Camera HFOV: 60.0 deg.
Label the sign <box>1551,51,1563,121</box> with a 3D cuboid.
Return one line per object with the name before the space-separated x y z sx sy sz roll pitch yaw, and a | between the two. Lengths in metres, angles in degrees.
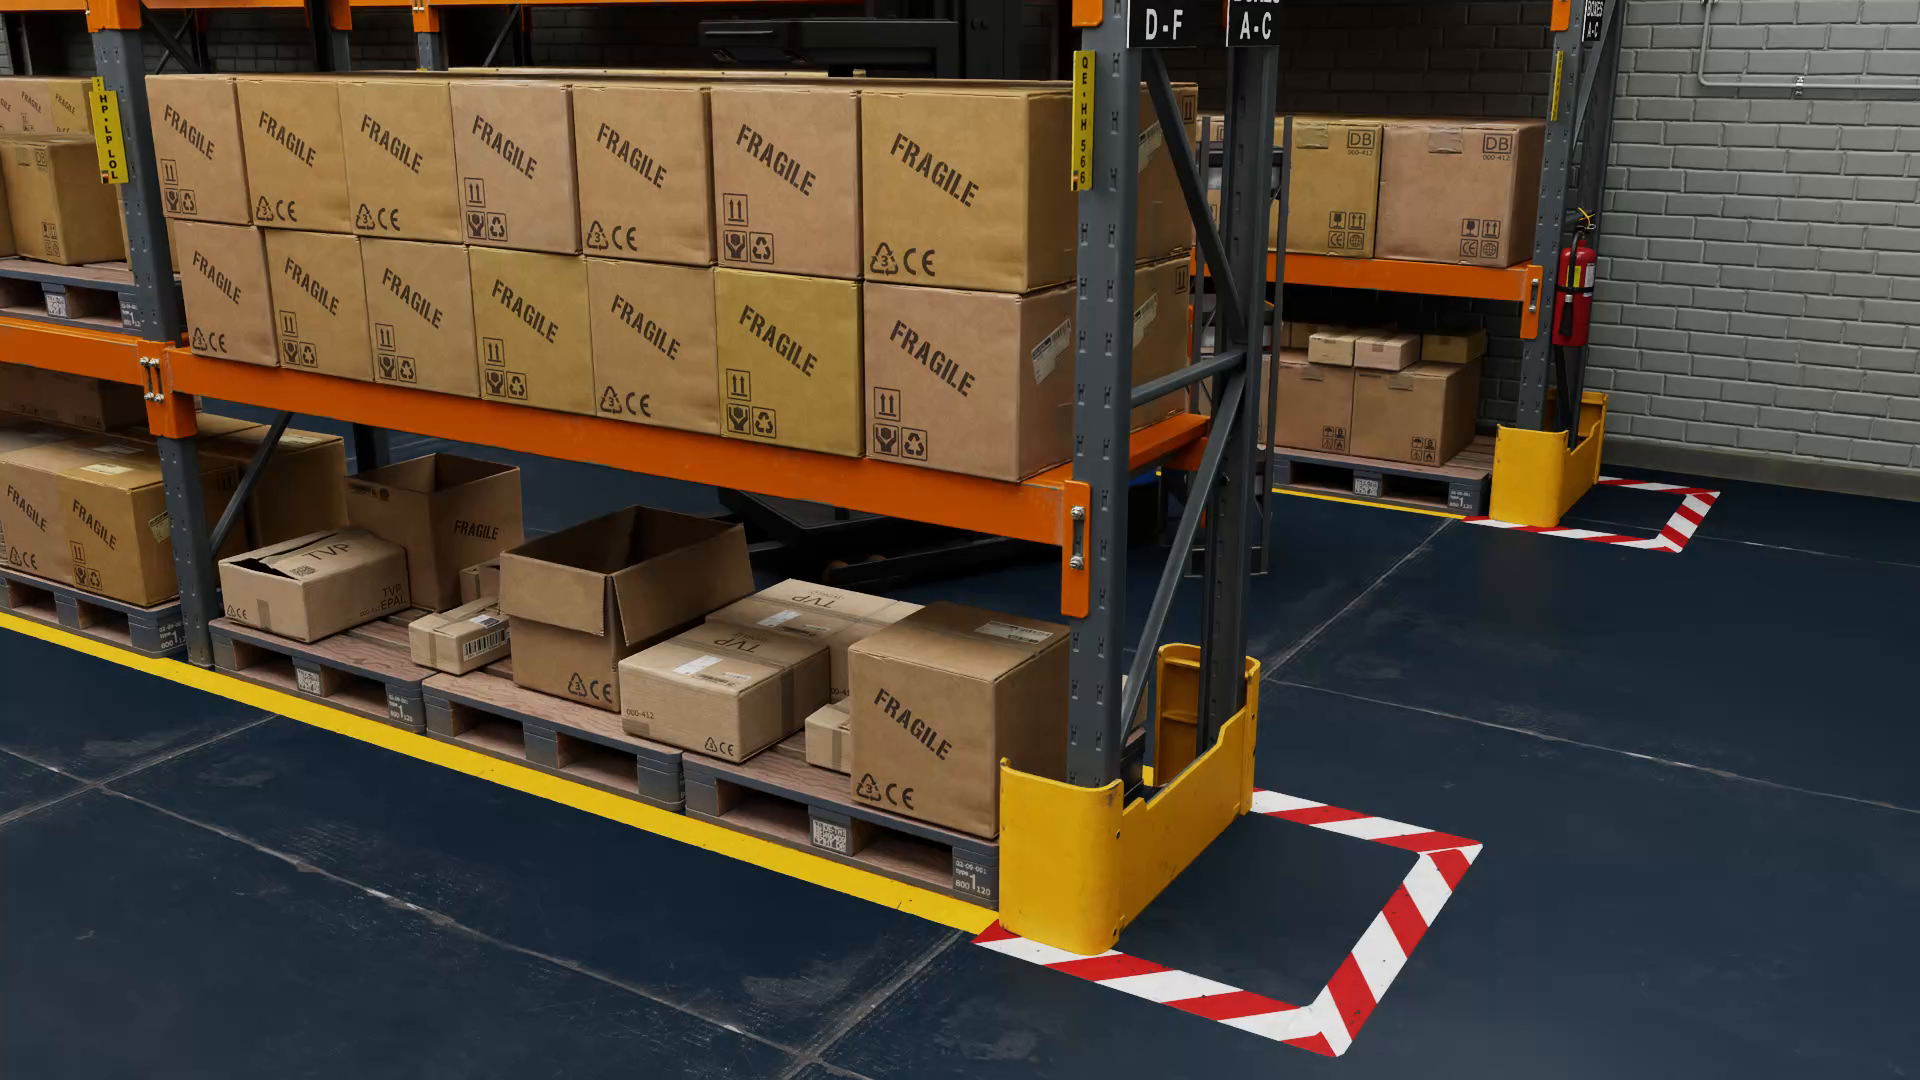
sign | 2.897 -2.200 8.064 0.005 0.325 0.100 10 20 30

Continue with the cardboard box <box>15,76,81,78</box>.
cardboard box | -8.632 -4.143 15.794 0.500 0.500 0.500 10 20 31

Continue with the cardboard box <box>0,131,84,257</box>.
cardboard box | -4.342 -1.548 7.423 0.500 0.500 0.700 5 18 16

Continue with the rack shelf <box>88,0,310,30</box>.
rack shelf | -4.509 -2.441 7.335 4.000 0.370 1.077 10 20 30

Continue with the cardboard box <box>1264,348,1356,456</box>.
cardboard box | 2.118 -0.828 9.524 0.500 0.500 0.700 10 20 30

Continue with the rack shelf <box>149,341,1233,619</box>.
rack shelf | -1.100 -0.398 5.768 4.000 0.370 1.077 10 20 30

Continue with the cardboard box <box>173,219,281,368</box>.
cardboard box | -2.513 -0.949 6.173 0.500 0.500 0.500 11 20 31

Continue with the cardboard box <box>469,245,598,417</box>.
cardboard box | -1.216 -0.718 5.413 0.500 0.500 0.500 10 19 29

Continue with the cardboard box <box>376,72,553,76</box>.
cardboard box | -1.800 -1.482 6.208 0.500 0.500 0.500 10 19 29

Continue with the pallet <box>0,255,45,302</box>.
pallet | -4.554 -1.268 7.725 1.213 0.211 1.003 10 20 30

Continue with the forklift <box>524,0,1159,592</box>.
forklift | -0.542 -1.313 7.660 3.031 2.935 1.130 -9 19 -28

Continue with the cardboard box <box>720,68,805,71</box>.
cardboard box | -1.350 -3.120 11.482 0.500 0.250 0.500 9 19 28

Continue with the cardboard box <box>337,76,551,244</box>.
cardboard box | -1.673 -1.274 5.523 0.500 0.500 0.500 9 19 28

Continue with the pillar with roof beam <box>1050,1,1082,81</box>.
pillar with roof beam | -1.419 -4.186 6.678 0.400 9.000 9.100 10 20 30

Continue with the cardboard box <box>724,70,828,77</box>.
cardboard box | -1.178 -2.920 10.825 0.500 0.250 0.500 11 20 31

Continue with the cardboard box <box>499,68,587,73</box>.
cardboard box | -2.913 -3.226 11.833 0.500 0.250 0.500 10 19 29

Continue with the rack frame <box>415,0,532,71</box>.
rack frame | -3.624 -2.882 12.708 0.127 3.000 1.000 10 20 30

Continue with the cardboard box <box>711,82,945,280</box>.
cardboard box | -0.350 -1.040 4.753 0.500 0.500 0.500 11 20 32

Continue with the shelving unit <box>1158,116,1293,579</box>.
shelving unit | 1.216 -0.902 7.739 0.431 2.100 0.503 -2 17 -7

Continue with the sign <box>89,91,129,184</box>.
sign | -3.092 -1.462 6.042 0.005 0.325 0.100 10 20 30

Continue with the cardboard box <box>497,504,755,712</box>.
cardboard box | -1.201 0.222 6.027 0.637 0.503 0.797 10 20 30

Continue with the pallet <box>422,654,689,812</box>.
pallet | -1.176 0.578 6.115 1.213 0.211 1.003 10 20 30

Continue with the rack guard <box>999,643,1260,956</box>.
rack guard | 0.539 0.747 5.063 0.348 0.500 1.175 10 20 30

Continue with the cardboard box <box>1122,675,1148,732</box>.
cardboard box | 0.427 0.567 5.502 0.250 0.149 0.380 10 20 30

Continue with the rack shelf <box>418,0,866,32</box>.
rack shelf | -1.920 -3.669 11.375 4.000 0.370 1.077 10 20 30

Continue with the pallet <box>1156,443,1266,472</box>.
pallet | 1.435 -0.619 10.056 1.213 0.211 1.003 10 20 30

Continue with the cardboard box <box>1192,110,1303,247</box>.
cardboard box | 1.483 -2.110 9.650 0.700 0.700 0.980 9 19 27

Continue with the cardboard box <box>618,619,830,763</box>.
cardboard box | -0.782 0.494 5.569 0.500 0.250 0.500 10 20 30

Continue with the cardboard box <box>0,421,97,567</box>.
cardboard box | -4.219 -0.218 7.483 0.500 0.500 0.500 10 20 31

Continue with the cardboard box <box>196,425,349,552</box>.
cardboard box | -3.089 -0.195 7.405 0.500 0.500 0.500 9 19 28

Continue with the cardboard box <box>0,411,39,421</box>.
cardboard box | -4.402 -0.428 8.173 0.500 0.500 0.500 9 19 28

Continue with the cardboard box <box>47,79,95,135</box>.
cardboard box | -7.597 -3.782 14.606 0.500 0.500 0.500 10 20 30

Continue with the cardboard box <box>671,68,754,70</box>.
cardboard box | -1.793 -3.200 11.747 0.500 0.250 0.500 10 19 29

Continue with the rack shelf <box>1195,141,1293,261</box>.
rack shelf | 1.216 -1.559 7.539 0.431 0.518 0.480 -2 17 -7

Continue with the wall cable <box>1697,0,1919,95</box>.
wall cable | 4.779 -2.191 8.685 1.851 1.984 0.084 10 20 30

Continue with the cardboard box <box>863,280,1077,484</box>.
cardboard box | 0.080 -0.486 4.649 0.500 0.500 0.500 11 20 32

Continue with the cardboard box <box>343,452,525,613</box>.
cardboard box | -2.171 -0.044 6.910 0.500 0.500 0.500 10 20 30

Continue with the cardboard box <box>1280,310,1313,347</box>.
cardboard box | 1.893 -1.246 9.785 0.250 0.149 0.380 10 20 31

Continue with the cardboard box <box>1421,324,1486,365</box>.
cardboard box | 2.756 -1.093 9.280 0.250 0.149 0.380 10 20 30

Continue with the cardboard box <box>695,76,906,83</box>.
cardboard box | -0.509 -1.252 5.449 0.500 0.500 0.500 10 20 31

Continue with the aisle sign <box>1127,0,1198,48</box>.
aisle sign | 0.502 -1.595 4.000 0.004 0.787 0.394 10 20 30

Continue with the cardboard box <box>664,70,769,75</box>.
cardboard box | -1.613 -2.998 11.080 0.500 0.250 0.500 11 20 31

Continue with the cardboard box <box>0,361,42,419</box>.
cardboard box | -4.369 -0.782 8.047 0.500 0.250 0.500 10 19 29
